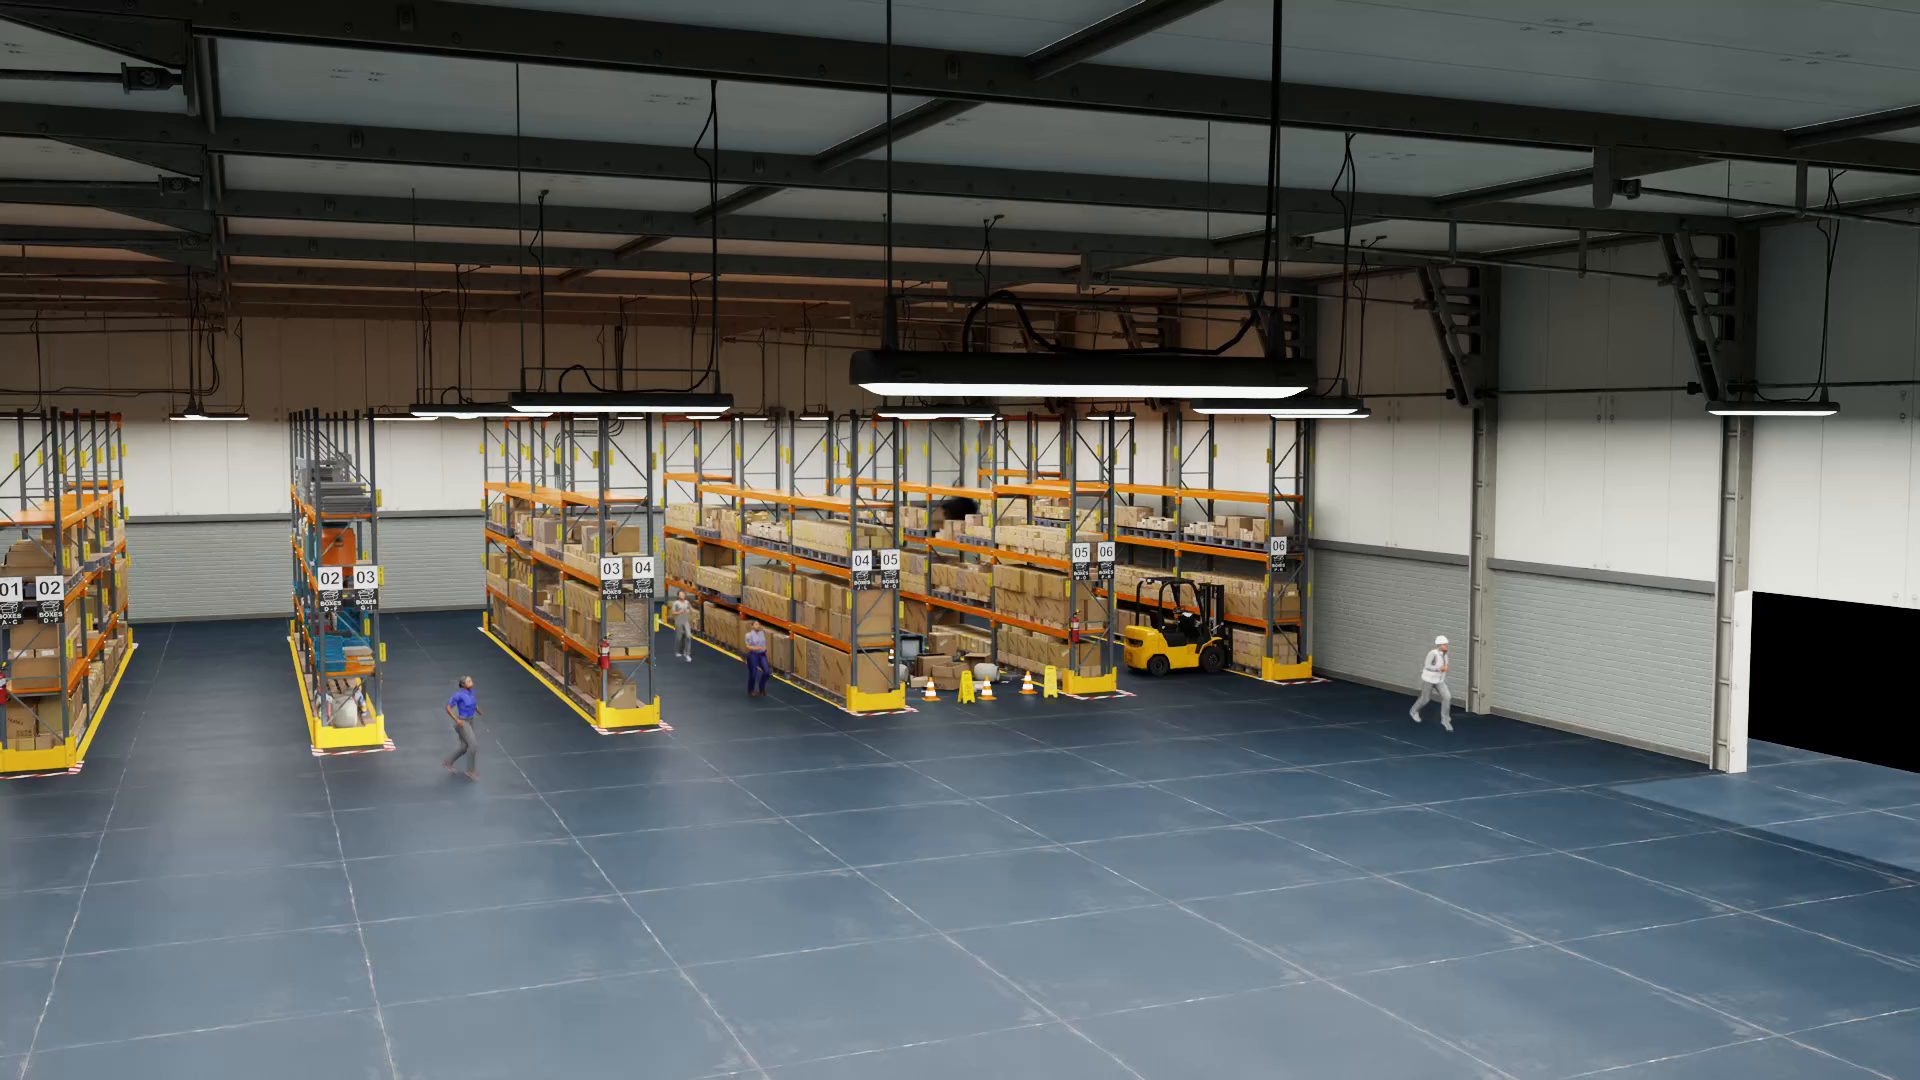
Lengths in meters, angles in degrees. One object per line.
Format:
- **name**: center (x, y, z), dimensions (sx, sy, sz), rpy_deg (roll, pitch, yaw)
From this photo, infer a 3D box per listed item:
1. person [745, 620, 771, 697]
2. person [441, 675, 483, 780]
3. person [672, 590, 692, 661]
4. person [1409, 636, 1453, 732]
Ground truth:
- **person**: center (-4.222, 2.479, 34.717), dimensions (0.579, 1.617, 0.643), rpy_deg (-3, 5, -35)
- **person**: center (-8.037, 3.031, 26.863), dimensions (0.695, 1.717, 0.606), rpy_deg (1, 4, 11)
- **person**: center (-6.741, 2.056, 40.291), dimensions (0.549, 1.714, 0.728), rpy_deg (-2, 5, -29)
- **person**: center (8.870, 2.667, 31.275), dimensions (0.657, 1.787, 1.013), rpy_deg (-2, 5, -28)
